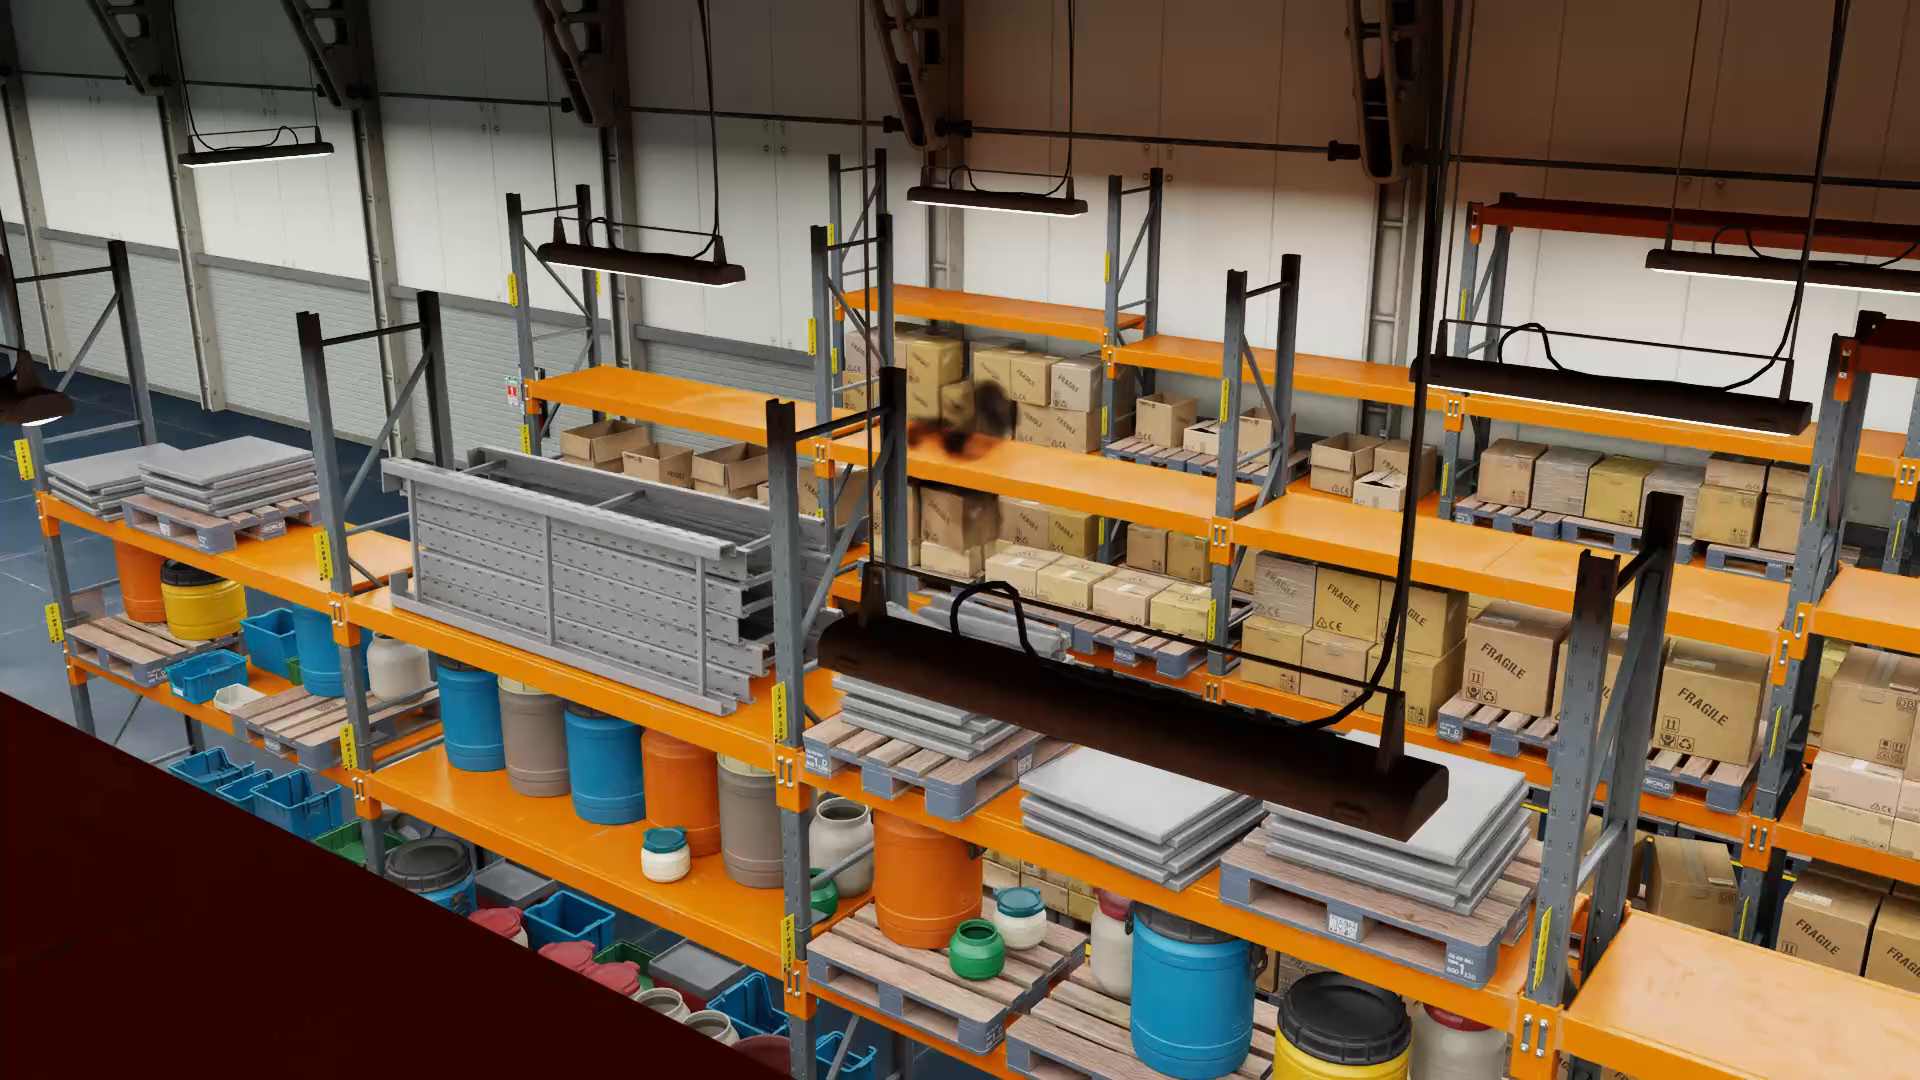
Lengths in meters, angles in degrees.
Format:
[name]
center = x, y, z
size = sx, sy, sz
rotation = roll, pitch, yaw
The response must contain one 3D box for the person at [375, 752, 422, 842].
[person]
center = -5.206, 2.385, 15.277
size = 0.650, 1.722, 0.664
rotation = 12, 22, 32
